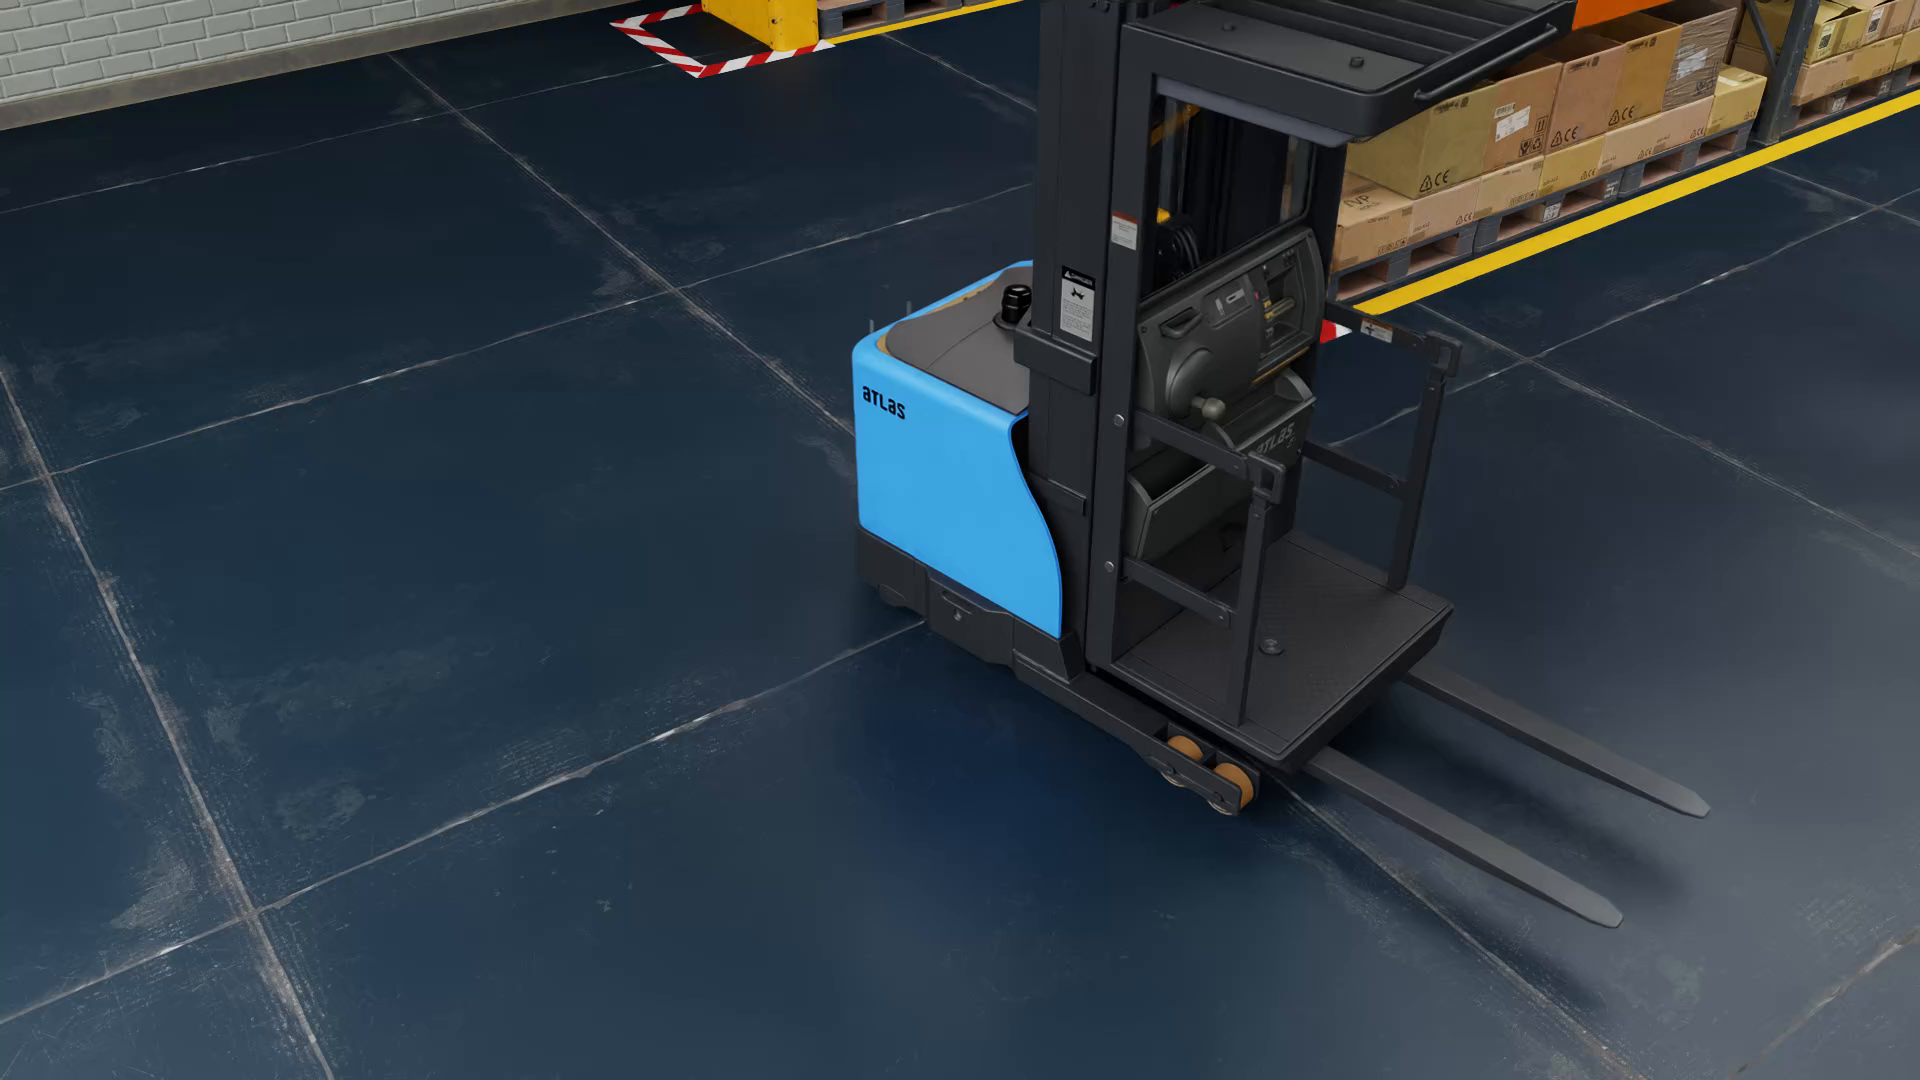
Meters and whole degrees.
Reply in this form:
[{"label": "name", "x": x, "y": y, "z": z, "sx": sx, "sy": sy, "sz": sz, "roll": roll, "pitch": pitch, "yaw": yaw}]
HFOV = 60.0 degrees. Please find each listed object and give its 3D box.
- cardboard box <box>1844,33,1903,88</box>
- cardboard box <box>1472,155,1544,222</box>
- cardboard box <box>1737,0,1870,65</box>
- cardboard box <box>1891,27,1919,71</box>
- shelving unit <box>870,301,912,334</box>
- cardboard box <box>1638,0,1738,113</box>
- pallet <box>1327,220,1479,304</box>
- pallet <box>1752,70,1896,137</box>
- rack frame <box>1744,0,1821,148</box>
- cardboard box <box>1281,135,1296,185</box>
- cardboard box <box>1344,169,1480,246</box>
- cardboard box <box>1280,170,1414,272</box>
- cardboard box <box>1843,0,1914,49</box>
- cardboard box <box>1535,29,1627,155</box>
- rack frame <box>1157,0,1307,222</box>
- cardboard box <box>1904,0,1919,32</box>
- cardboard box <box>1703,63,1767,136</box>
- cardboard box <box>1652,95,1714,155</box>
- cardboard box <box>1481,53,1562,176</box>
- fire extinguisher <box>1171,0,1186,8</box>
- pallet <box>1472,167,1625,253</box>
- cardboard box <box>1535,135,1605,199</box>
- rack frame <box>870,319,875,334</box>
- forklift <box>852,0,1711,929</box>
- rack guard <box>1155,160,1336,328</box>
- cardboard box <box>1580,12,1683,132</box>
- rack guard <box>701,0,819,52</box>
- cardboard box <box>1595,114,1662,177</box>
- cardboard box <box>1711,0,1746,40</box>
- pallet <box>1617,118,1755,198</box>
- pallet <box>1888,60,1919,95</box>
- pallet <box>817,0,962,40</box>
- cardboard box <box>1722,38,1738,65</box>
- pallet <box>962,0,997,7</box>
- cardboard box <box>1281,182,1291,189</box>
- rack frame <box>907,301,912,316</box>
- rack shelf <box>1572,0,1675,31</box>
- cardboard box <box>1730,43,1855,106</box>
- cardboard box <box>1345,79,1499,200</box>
[{"label": "cardboard box", "x": 5.523, "y": -3.088, "z": 10.470, "sx": 0.500, "sy": 0.250, "sz": 0.500, "roll": -21, "pitch": 41, "yaw": -27}, {"label": "cardboard box", "x": 2.744, "y": -1.966, "z": 8.910, "sx": 0.500, "sy": 0.250, "sz": 0.500, "roll": -22, "pitch": 41, "yaw": -28}, {"label": "cardboard box", "x": 5.113, "y": -3.147, "z": 10.072, "sx": 0.500, "sy": 0.311, "sz": 0.500, "roll": -22, "pitch": 41, "yaw": -28}, {"label": "cardboard box", "x": 5.945, "y": -3.264, "z": 10.714, "sx": 0.500, "sy": 0.250, "sz": 0.500, "roll": -24, "pitch": 42, "yaw": -29}, {"label": "shelving unit", "x": -0.187, "y": -0.476, "z": 6.641, "sx": 0.258, "sy": 0.900, "sz": 0.210, "roll": 29, "pitch": 44, "yaw": 34}, {"label": "cardboard box", "x": 3.963, "y": -2.781, "z": 9.401, "sx": 0.500, "sy": 0.500, "sz": 0.500, "roll": -22, "pitch": 41, "yaw": -28}, {"label": "pallet", "x": 1.963, "y": -1.645, "z": 8.856, "sx": 1.213, "sy": 0.211, "sz": 1.003, "roll": -22, "pitch": 41, "yaw": -28}, {"label": "pallet", "x": 5.212, "y": -2.980, "z": 10.712, "sx": 1.213, "sy": 0.211, "sz": 1.003, "roll": -22, "pitch": 41, "yaw": -28}, {"label": "rack frame", "x": 4.632, "y": -3.845, "z": 9.527, "sx": 0.127, "sy": 3.000, "sz": 1.000, "roll": -22, "pitch": 41, "yaw": -28}, {"label": "cardboard box", "x": 1.629, "y": -2.181, "z": 8.566, "sx": 0.500, "sy": 0.500, "sz": 0.500, "roll": -22, "pitch": 41, "yaw": -28}, {"label": "cardboard box", "x": 2.335, "y": -1.798, "z": 8.676, "sx": 0.500, "sy": 0.250, "sz": 0.500, "roll": -22, "pitch": 41, "yaw": -28}, {"label": "cardboard box", "x": 1.929, "y": -1.628, "z": 8.440, "sx": 0.500, "sy": 0.250, "sz": 0.500, "roll": -22, "pitch": 41, "yaw": -28}, {"label": "cardboard box", "x": 5.525, "y": -3.313, "z": 10.302, "sx": 0.500, "sy": 0.311, "sz": 0.500, "roll": -23, "pitch": 42, "yaw": -28}, {"label": "cardboard box", "x": 3.156, "y": -2.436, "z": 8.921, "sx": 0.500, "sy": 0.500, "sz": 0.500, "roll": -22, "pitch": 41, "yaw": -28}, {"label": "rack frame", "x": 1.362, "y": -2.500, "z": 7.657, "sx": 0.127, "sy": 3.000, "sz": 1.000, "roll": -22, "pitch": 41, "yaw": -28}, {"label": "cardboard box", "x": 5.948, "y": -3.488, "z": 10.545, "sx": 0.500, "sy": 0.311, "sz": 0.500, "roll": -24, "pitch": 42, "yaw": -29}, {"label": "cardboard box", "x": 4.379, "y": -2.639, "z": 9.846, "sx": 0.500, "sy": 0.250, "sz": 0.500, "roll": -22, "pitch": 41, "yaw": -28}, {"label": "cardboard box", "x": 3.964, "y": -2.476, "z": 9.618, "sx": 0.500, "sy": 0.250, "sz": 0.500, "roll": -22, "pitch": 41, "yaw": -28}, {"label": "cardboard box", "x": 2.738, "y": -2.276, "z": 8.698, "sx": 0.500, "sy": 0.500, "sz": 0.500, "roll": -22, "pitch": 41, "yaw": -28}, {"label": "fire extinguisher", "x": 0.998, "y": -2.650, "z": 7.932, "sx": 0.183, "sy": 0.674, "sz": 0.296, "roll": -22, "pitch": 41, "yaw": -28}, {"label": "pallet", "x": 2.960, "y": -2.053, "z": 9.423, "sx": 1.213, "sy": 0.211, "sz": 1.003, "roll": -22, "pitch": 41, "yaw": -28}, {"label": "cardboard box", "x": 3.156, "y": -2.132, "z": 9.140, "sx": 0.500, "sy": 0.250, "sz": 0.500, "roll": -22, "pitch": 41, "yaw": -28}, {"label": "rack frame", "x": -0.257, "y": -0.433, "z": 6.581, "sx": 0.240, "sy": 0.900, "sz": 0.006, "roll": 29, "pitch": 44, "yaw": 34}, {"label": "forklift", "x": 1.019, "y": -0.632, "z": 5.118, "sx": 3.031, "sy": 2.935, "sz": 1.130, "roll": 29, "pitch": 45, "yaw": 34}, {"label": "rack guard", "x": 1.343, "y": -1.477, "z": 8.375, "sx": 0.348, "sy": 0.500, "sz": 1.175, "roll": -22, "pitch": 41, "yaw": -28}, {"label": "cardboard box", "x": 3.557, "y": -2.611, "z": 9.164, "sx": 0.500, "sy": 0.500, "sz": 0.500, "roll": -22, "pitch": 41, "yaw": -28}, {"label": "rack guard", "x": -1.432, "y": -3.873, "z": 11.707, "sx": 0.348, "sy": 0.500, "sz": 1.175, "roll": -22, "pitch": 41, "yaw": -28}, {"label": "cardboard box", "x": 3.564, "y": -2.300, "z": 9.375, "sx": 0.500, "sy": 0.250, "sz": 0.500, "roll": -22, "pitch": 41, "yaw": -28}, {"label": "cardboard box", "x": 4.798, "y": -3.400, "z": 10.423, "sx": 0.500, "sy": 0.311, "sz": 0.500, "roll": -22, "pitch": 41, "yaw": -28}, {"label": "pallet", "x": 3.958, "y": -2.466, "z": 9.997, "sx": 1.213, "sy": 0.211, "sz": 1.003, "roll": -22, "pitch": 41, "yaw": -28}, {"label": "pallet", "x": 6.210, "y": -3.392, "z": 11.286, "sx": 1.213, "sy": 0.211, "sz": 1.003, "roll": -22, "pitch": 41, "yaw": -28}, {"label": "pallet", "x": -0.748, "y": -4.013, "z": 12.148, "sx": 1.213, "sy": 0.211, "sz": 1.003, "roll": -22, "pitch": 41, "yaw": -28}, {"label": "cardboard box", "x": 4.804, "y": -3.177, "z": 10.594, "sx": 0.500, "sy": 0.250, "sz": 0.500, "roll": -23, "pitch": 42, "yaw": -28}, {"label": "pallet", "x": 0.248, "y": -4.420, "z": 12.715, "sx": 1.213, "sy": 0.211, "sz": 1.003, "roll": -22, "pitch": 41, "yaw": -28}, {"label": "cardboard box", "x": 1.630, "y": -1.875, "z": 8.784, "sx": 0.500, "sy": 0.250, "sz": 0.500, "roll": -22, "pitch": 41, "yaw": -28}, {"label": "rack frame", "x": -0.118, "y": -0.520, "z": 6.701, "sx": 0.240, "sy": 0.900, "sz": 0.006, "roll": 29, "pitch": 44, "yaw": 34}, {"label": "rack shelf", "x": 2.997, "y": -2.880, "z": 8.802, "sx": 4.000, "sy": 0.370, "sz": 1.077, "roll": -22, "pitch": 41, "yaw": -28}, {"label": "cardboard box", "x": 5.104, "y": -2.917, "z": 10.232, "sx": 0.500, "sy": 0.250, "sz": 0.500, "roll": -23, "pitch": 42, "yaw": -29}, {"label": "cardboard box", "x": 2.336, "y": -2.102, "z": 8.456, "sx": 0.500, "sy": 0.500, "sz": 0.500, "roll": -22, "pitch": 41, "yaw": -28}]
